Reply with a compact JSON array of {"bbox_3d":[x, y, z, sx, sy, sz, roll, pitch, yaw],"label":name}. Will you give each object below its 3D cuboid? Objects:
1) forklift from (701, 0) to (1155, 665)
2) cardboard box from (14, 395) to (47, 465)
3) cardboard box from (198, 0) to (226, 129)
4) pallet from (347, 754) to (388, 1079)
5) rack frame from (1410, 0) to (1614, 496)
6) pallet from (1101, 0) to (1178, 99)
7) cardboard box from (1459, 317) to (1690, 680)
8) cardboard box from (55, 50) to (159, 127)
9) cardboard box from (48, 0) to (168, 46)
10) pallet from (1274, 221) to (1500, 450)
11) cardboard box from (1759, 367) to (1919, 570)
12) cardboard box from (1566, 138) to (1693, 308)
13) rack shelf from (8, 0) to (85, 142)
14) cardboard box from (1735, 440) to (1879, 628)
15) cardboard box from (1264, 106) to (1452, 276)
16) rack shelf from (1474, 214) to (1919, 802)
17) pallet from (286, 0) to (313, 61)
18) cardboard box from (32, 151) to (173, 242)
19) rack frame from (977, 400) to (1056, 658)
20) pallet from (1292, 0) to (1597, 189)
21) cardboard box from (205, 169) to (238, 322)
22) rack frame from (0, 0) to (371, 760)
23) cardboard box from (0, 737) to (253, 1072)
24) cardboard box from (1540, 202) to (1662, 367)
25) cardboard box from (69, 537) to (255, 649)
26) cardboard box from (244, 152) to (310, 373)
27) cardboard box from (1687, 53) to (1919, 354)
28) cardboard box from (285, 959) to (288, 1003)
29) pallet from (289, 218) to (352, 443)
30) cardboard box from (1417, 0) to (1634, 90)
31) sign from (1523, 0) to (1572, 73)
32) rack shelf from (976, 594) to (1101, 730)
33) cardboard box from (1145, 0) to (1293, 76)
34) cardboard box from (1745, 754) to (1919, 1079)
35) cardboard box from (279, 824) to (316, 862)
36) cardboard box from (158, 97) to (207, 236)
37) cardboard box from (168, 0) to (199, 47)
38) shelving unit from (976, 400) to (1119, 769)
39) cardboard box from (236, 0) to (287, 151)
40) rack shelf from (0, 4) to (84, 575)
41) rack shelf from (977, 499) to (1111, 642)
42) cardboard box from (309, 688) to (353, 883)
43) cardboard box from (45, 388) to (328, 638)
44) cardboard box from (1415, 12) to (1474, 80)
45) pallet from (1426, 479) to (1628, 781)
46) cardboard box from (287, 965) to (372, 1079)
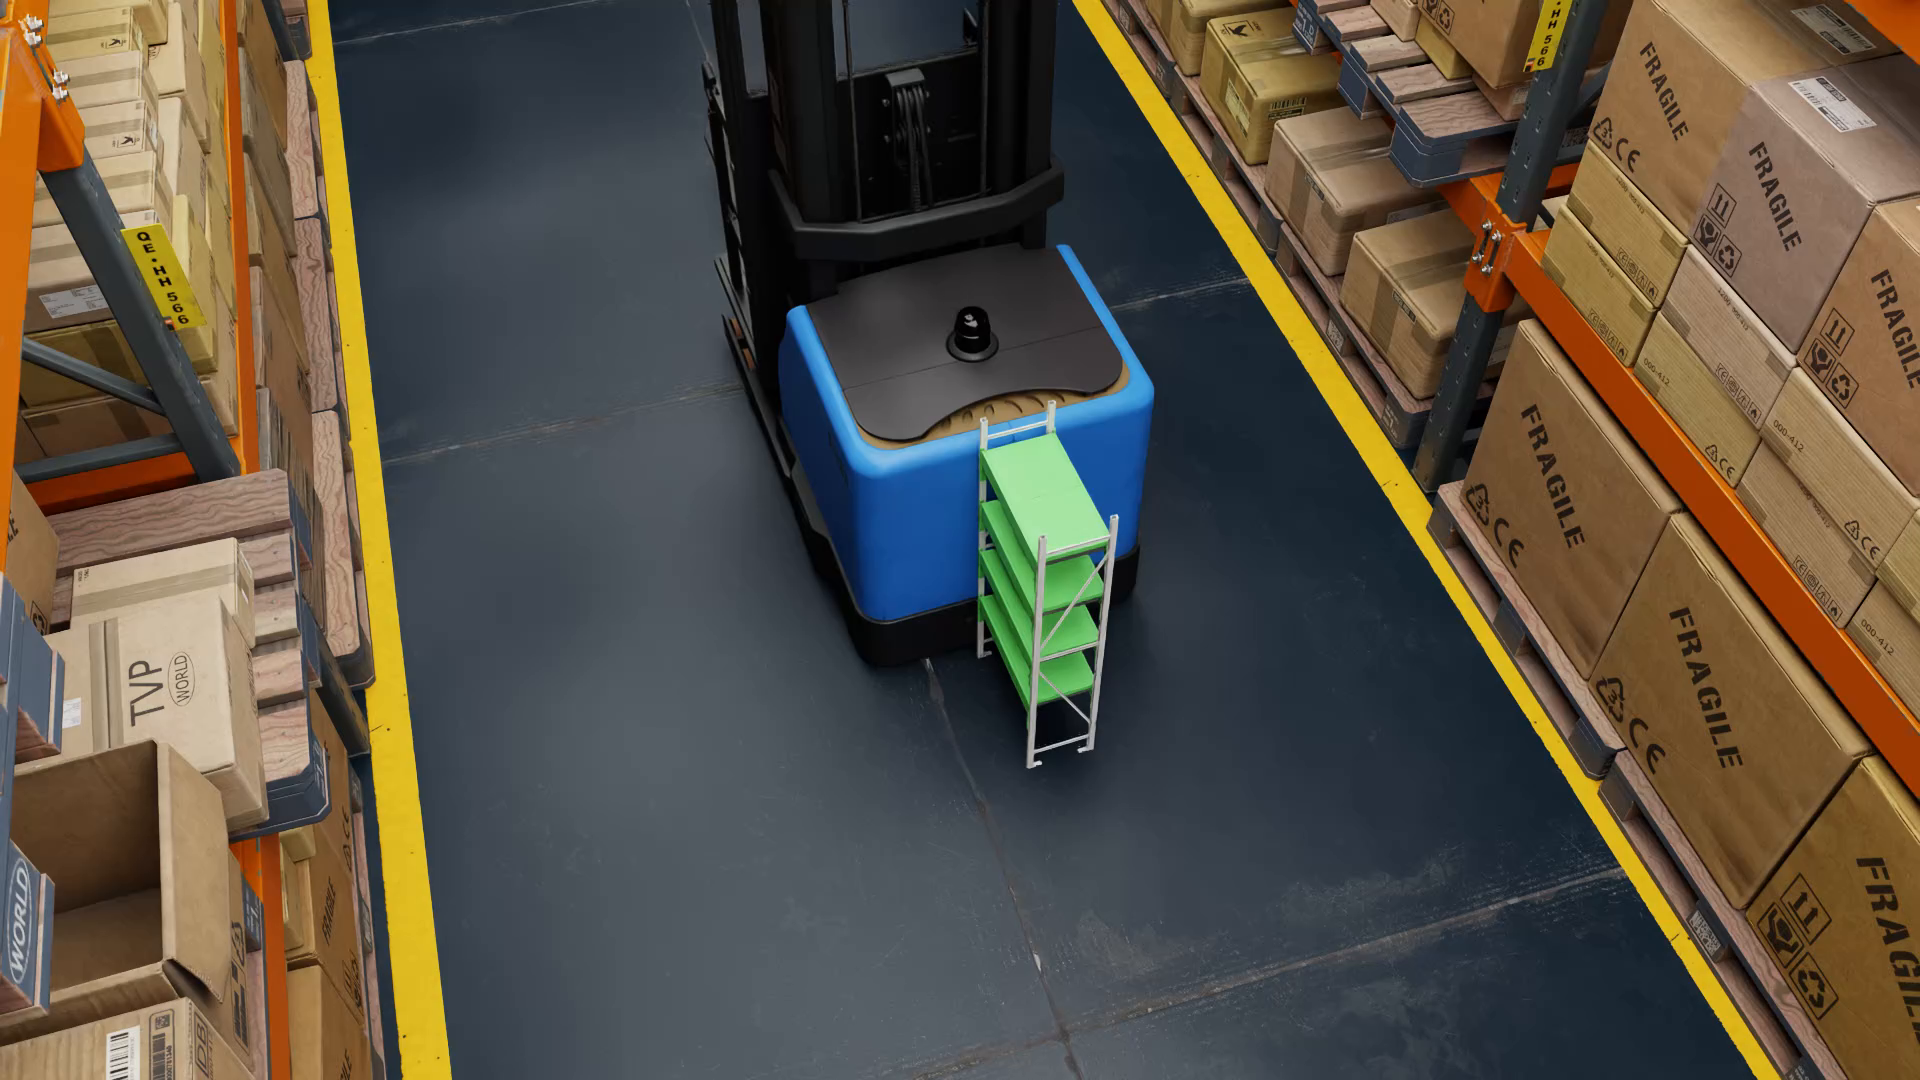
[{"bbox_3d":[-0.333,-1.664,5.736,1.130,2.935,3.031,-15,52,-12],"label":"forklift"},{"bbox_3d":[-2.869,-0.393,4.718,0.500,0.250,0.500,-14,51,-12],"label":"cardboard box"},{"bbox_3d":[-2.845,-1.625,5.756,0.500,0.250,0.500,-12,51,-10],"label":"cardboard box"},{"bbox_3d":[-2.307,1.281,5.032,1.003,0.211,1.213,-13,51,-11],"label":"pallet"},{"bbox_3d":[2.249,-1.296,5.381,1.000,3.000,0.127,-13,51,-11],"label":"rack frame"},{"bbox_3d":[1.297,-2.751,8.431,1.003,0.211,1.213,-13,51,-11],"label":"pallet"},{"bbox_3d":[2.373,-0.223,5.592,0.875,0.875,0.875,-14,51,-11],"label":"cardboard box"},{"bbox_3d":[-2.575,-1.277,4.875,0.380,0.149,0.250,-13,51,-11],"label":"cardboard box"},{"bbox_3d":[-2.697,-1.652,5.191,0.380,0.149,0.250,-12,51,-10],"label":"cardboard box"},{"bbox_3d":[2.019,-0.969,6.928,1.003,0.211,1.213,-13,51,-11],"label":"pallet"},{"bbox_3d":[2.450,-0.239,4.260,0.500,0.250,0.500,-13,51,-11],"label":"cardboard box"},{"bbox_3d":[2.162,-0.983,4.888,0.500,0.250,0.500,-14,51,-11],"label":"cardboard box"},{"bbox_3d":[-3.083,-2.367,4.792,1.077,0.370,4.000,-13,51,-11],"label":"rack shelf"},{"bbox_3d":[2.471,-0.078,4.452,0.500,0.250,0.500,-12,51,-10],"label":"cardboard box"},{"bbox_3d":[1.865,-1.537,7.028,0.950,0.372,0.625,-14,51,-12],"label":"cardboard box"},{"bbox_3d":[2.840,0.396,4.424,1.077,0.370,4.000,-13,51,-11],"label":"rack shelf"},{"bbox_3d":[-3.870,-2.784,8.459,1.003,0.211,1.213,-13,51,-11],"label":"pallet"},{"bbox_3d":[-2.385,-0.907,4.563,0.380,0.149,0.250,-12,51,-10],"label":"cardboard box"},{"bbox_3d":[0.174,-0.002,5.467,0.240,1.200,0.015,-15,52,-12],"label":"rack frame"},{"bbox_3d":[1.936,-1.731,5.873,1.213,0.211,1.003,-13,51,-11],"label":"pallet"},{"bbox_3d":[-2.534,-0.871,5.120,0.500,0.250,0.500,-14,51,-12],"label":"cardboard box"},{"bbox_3d":[-2.492,-0.171,4.432,1.000,3.000,0.127,-13,51,-11],"label":"rack frame"},{"bbox_3d":[-1.833,0.811,3.263,0.797,0.503,0.637,-14,51,-12],"label":"cardboard box"},{"bbox_3d":[2.153,-0.834,5.089,0.500,0.250,0.500,-14,51,-12],"label":"cardboard box"},{"bbox_3d":[-1.931,0.167,4.037,0.380,0.149,0.250,-12,51,-10],"label":"cardboard box"},{"bbox_3d":[-3.063,-0.967,6.382,0.875,0.625,0.625,-15,52,-12],"label":"cardboard box"},{"bbox_3d":[2.317,-0.875,4.306,0.500,0.500,0.500,-13,51,-11],"label":"cardboard box"},{"bbox_3d":[-1.923,1.191,4.220,0.380,0.149,0.250,-12,51,-10],"label":"cardboard box"},{"bbox_3d":[-3.055,-0.772,6.763,1.003,0.211,1.213,-13,51,-11],"label":"pallet"},{"bbox_3d":[1.849,-1.829,5.295,0.500,0.500,0.500,-15,51,-12],"label":"cardboard box"},{"bbox_3d":[1.733,-1.514,4.859,0.100,0.325,0.005,-13,51,-11],"label":"sign"},{"bbox_3d":[0.256,0.369,5.551,0.258,0.148,0.480,-15,52,-12],"label":"rack shelf"},{"bbox_3d":[1.439,-2.599,7.923,0.950,0.372,0.625,-10,51,-9],"label":"cardboard box"},{"bbox_3d":[2.897,1.082,4.491,0.875,0.875,0.875,-12,51,-10],"label":"cardboard box"},{"bbox_3d":[-1.994,0.786,4.562,0.380,0.149,0.250,-16,52,-13],"label":"cardboard box"},{"bbox_3d":[-2.537,-1.029,4.927,0.500,0.250,0.500,-12,51,-10],"label":"cardboard box"},{"bbox_3d":[-2.850,-1.783,5.562,0.500,0.250,0.500,-13,51,-10],"label":"cardboard box"},{"bbox_3d":[0.256,0.174,5.319,0.258,1.200,0.503,-15,52,-12],"label":"shelving unit"},{"bbox_3d":[-3.510,-2.084,7.324,0.875,0.625,0.625,-11,51,-9],"label":"cardboard box"},{"bbox_3d":[-1.901,0.555,2.329,1.077,0.370,4.000,-13,51,-11],"label":"rack shelf"},{"bbox_3d":[0.256,0.060,5.184,0.258,0.148,0.480,-15,52,-12],"label":"rack shelf"},{"bbox_3d":[-2.162,0.759,5.008,0.500,0.500,0.500,-12,51,-10],"label":"cardboard box"},{"bbox_3d":[-2.663,0.000,5.566,0.875,0.625,0.625,-12,51,-10],"label":"cardboard box"},{"bbox_3d":[1.778,-1.716,5.625,0.380,0.149,0.250,-13,51,-10],"label":"cardboard box"},{"bbox_3d":[2.410,0.195,5.947,1.003,0.211,1.213,-13,51,-11],"label":"pallet"},{"bbox_3d":[-1.866,1.509,4.376,0.500,0.500,0.500,-11,51,-9],"label":"cardboard box"}]
